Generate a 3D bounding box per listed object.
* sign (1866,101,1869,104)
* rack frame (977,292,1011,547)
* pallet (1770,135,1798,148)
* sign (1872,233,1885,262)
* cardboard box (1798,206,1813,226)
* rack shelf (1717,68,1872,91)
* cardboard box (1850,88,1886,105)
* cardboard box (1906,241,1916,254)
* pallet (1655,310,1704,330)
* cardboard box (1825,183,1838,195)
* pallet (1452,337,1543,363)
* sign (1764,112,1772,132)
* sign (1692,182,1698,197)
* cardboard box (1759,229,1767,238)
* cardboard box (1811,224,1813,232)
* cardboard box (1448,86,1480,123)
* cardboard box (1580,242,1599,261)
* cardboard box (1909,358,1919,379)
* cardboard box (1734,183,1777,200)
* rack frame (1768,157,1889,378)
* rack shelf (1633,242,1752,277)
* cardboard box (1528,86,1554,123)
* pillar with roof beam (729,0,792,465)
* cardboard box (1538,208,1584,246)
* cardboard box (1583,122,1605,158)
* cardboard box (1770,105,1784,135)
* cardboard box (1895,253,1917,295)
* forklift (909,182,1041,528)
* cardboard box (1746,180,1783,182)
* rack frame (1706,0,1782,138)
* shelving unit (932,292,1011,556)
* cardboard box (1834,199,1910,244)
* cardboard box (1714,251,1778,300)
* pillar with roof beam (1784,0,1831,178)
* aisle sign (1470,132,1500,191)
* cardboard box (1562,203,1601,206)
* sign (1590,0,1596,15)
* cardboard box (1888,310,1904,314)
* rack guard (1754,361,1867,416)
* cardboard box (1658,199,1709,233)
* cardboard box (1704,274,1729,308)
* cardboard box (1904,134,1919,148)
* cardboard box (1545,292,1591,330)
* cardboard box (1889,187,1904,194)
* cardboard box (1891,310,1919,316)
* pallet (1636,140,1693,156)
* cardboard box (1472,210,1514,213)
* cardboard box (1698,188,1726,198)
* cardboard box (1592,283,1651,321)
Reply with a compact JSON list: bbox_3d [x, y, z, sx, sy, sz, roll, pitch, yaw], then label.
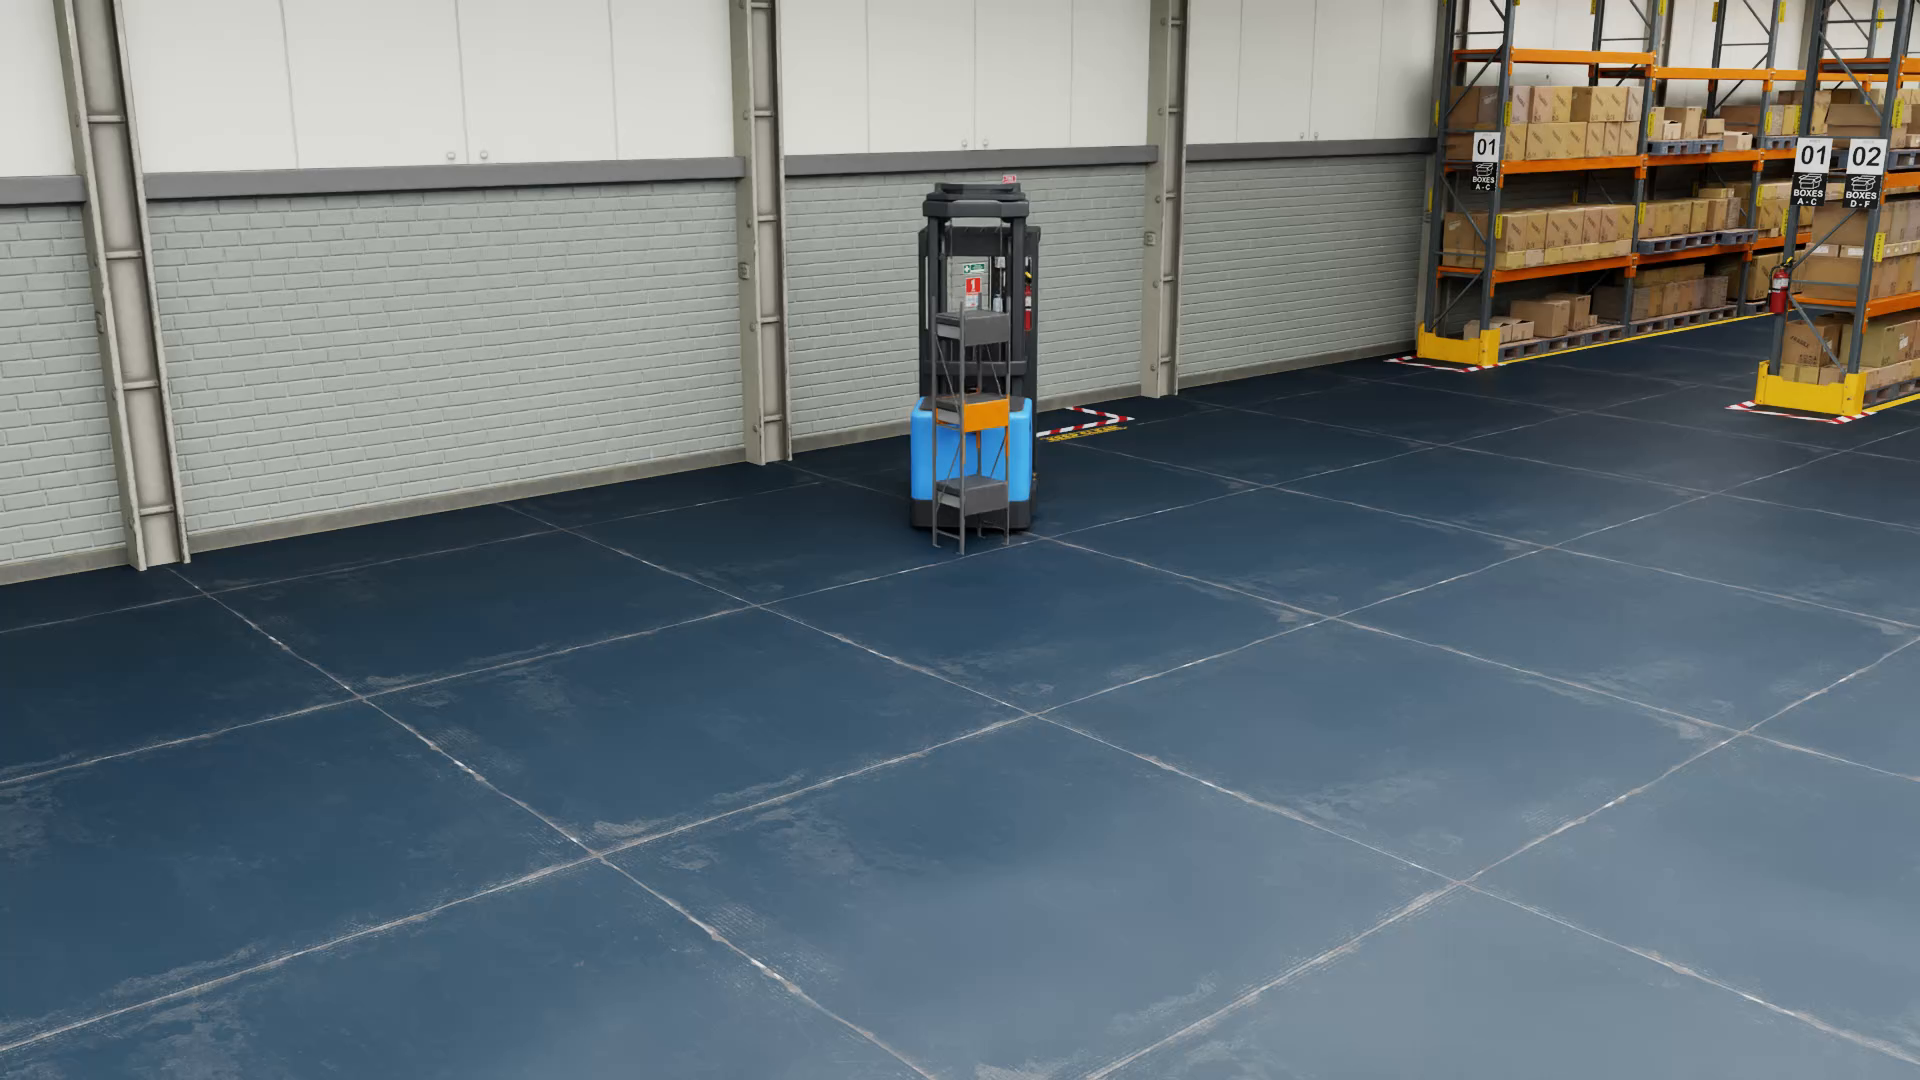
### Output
[{"bbox_3d":[16.508,-7.807,30.241,0.005,0.325,0.100,-13,19,-39],"label":"sign"},{"bbox_3d":[0.280,-1.000,13.926,0.015,2.100,0.400,-12,19,-37],"label":"rack frame"},{"bbox_3d":[14.420,-7.050,29.383,1.213,0.211,1.003,-12,19,-37],"label":"pallet"},{"bbox_3d":[10.707,-3.411,19.376,0.005,0.325,0.100,-13,19,-39],"label":"sign"},{"bbox_3d":[14.826,-5.877,29.630,0.500,0.500,0.500,-12,19,-38],"label":"cardboard box"},{"bbox_3d":[14.636,-8.079,29.226,4.000,0.370,1.077,-13,19,-39],"label":"rack shelf"},{"bbox_3d":[16.867,-8.116,30.841,0.500,0.500,0.500,-13,20,-40],"label":"cardboard box"},{"bbox_3d":[11.562,-3.625,20.557,0.250,0.149,0.380,-14,20,-41],"label":"cardboard box"},{"bbox_3d":[11.617,-3.697,27.683,1.213,0.211,1.003,-13,19,-39],"label":"pallet"},{"bbox_3d":[15.568,-6.410,30.174,0.500,0.250,0.500,-12,19,-38],"label":"cardboard box"},{"bbox_3d":[7.786,-2.824,24.412,1.213,0.211,1.003,-13,19,-39],"label":"pallet"},{"bbox_3d":[13.482,-6.975,27.737,0.005,0.325,0.100,-13,19,-39],"label":"sign"},{"bbox_3d":[12.760,-6.049,28.841,0.005,0.325,0.100,-13,19,-39],"label":"sign"},{"bbox_3d":[13.724,-5.322,28.811,0.250,0.149,0.380,-12,19,-39],"label":"cardboard box"},{"bbox_3d":[15.287,-5.669,30.108,0.250,0.149,0.380,-13,19,-39],"label":"cardboard box"},{"bbox_3d":[7.246,-6.141,23.446,0.500,0.500,0.500,-12,19,-37],"label":"cardboard box"},{"bbox_3d":[9.201,-4.332,24.906,0.500,0.250,0.500,-13,20,-40],"label":"cardboard box"},{"bbox_3d":[12.030,-2.239,21.335,0.500,0.250,0.500,-13,19,-39],"label":"cardboard box"},{"bbox_3d":[13.661,-5.978,28.555,0.500,0.250,0.500,-12,19,-38],"label":"cardboard box"},{"bbox_3d":[10.347,-3.063,19.906,0.127,3.000,1.000,-13,19,-39],"label":"rack frame"},{"bbox_3d":[11.619,-4.696,27.412,4.000,0.370,1.077,-13,19,-39],"label":"rack shelf"},{"bbox_3d":[7.954,-6.110,23.331,0.500,0.500,0.500,-13,20,-40],"label":"cardboard box"},{"bbox_3d":[0.826,-4.342,13.066,0.400,9.000,9.100,-13,19,-39],"label":"pillar with roof beam"},{"bbox_3d":[8.805,-4.607,24.483,0.500,0.500,0.500,-12,19,-38],"label":"cardboard box"},{"bbox_3d":[9.108,-5.894,24.457,0.500,0.500,0.500,-14,20,-41],"label":"cardboard box"},{"bbox_3d":[13.821,-7.286,28.855,0.500,0.500,0.700,-14,20,-42],"label":"cardboard box"},{"bbox_3d":[11.479,-3.361,20.827,0.500,0.500,0.700,-12,19,-39],"label":"cardboard box"},{"bbox_3d":[0.185,-1.843,15.470,1.130,2.935,3.031,1,15,4],"label":"forklift"},{"bbox_3d":[14.465,-6.333,29.886,0.500,0.250,0.500,-13,20,-41],"label":"cardboard box"},{"bbox_3d":[13.127,-8.281,27.813,0.127,3.000,1.000,-13,19,-39],"label":"rack frame"},{"bbox_3d":[0.090,-0.961,13.778,0.503,2.100,0.431,-12,19,-37],"label":"shelving unit"},{"bbox_3d":[11.141,-3.914,20.383,0.500,0.500,0.700,-13,20,-41],"label":"cardboard box"},{"bbox_3d":[13.768,-4.646,29.182,0.750,0.750,0.750,-13,20,-40],"label":"cardboard box"},{"bbox_3d":[18.931,-8.407,28.287,0.400,9.000,9.100,-13,19,-39],"label":"pillar with roof beam"},{"bbox_3d":[7.235,-5.212,22.914,0.004,0.787,0.394,-13,19,-39],"label":"aisle sign"},{"bbox_3d":[9.618,-4.965,25.825,0.500,0.500,0.500,-13,20,-41],"label":"cardboard box"},{"bbox_3d":[9.741,-8.238,25.536,0.005,0.325,0.100,-13,19,-39],"label":"sign"},{"bbox_3d":[12.055,-2.791,21.946,0.500,0.500,0.500,-13,19,-39],"label":"cardboard box"},{"bbox_3d":[10.329,-1.852,20.213,0.348,0.500,1.175,-13,19,-39],"label":"rack guard"},{"bbox_3d":[11.854,-5.346,27.406,0.500,0.500,0.700,-13,19,-39],"label":"cardboard box"},{"bbox_3d":[12.618,-4.255,28.359,0.500,0.500,0.700,-12,19,-39],"label":"cardboard box"},{"bbox_3d":[11.350,-4.827,20.097,0.250,0.149,0.380,-13,19,-39],"label":"cardboard box"},{"bbox_3d":[9.353,-3.526,25.629,0.500,0.500,0.500,14,21,43],"label":"cardboard box"},{"bbox_3d":[17.661,-6.541,32.345,0.700,0.700,0.980,-14,20,-42],"label":"cardboard box"},{"bbox_3d":[12.399,-2.689,21.565,0.500,0.500,0.500,-13,19,-39],"label":"cardboard box"},{"bbox_3d":[10.645,-6.147,26.002,1.003,0.211,1.213,-13,19,-39],"label":"pallet"},{"bbox_3d":[7.695,-4.531,24.200,0.500,0.500,0.500,-12,19,-39],"label":"cardboard box"},{"bbox_3d":[12.654,-5.835,27.979,0.380,0.149,0.250,12,19,38],"label":"cardboard box"},{"bbox_3d":[10.654,-3.838,26.796,0.500,0.500,0.700,-12,19,-38],"label":"cardboard box"}]
